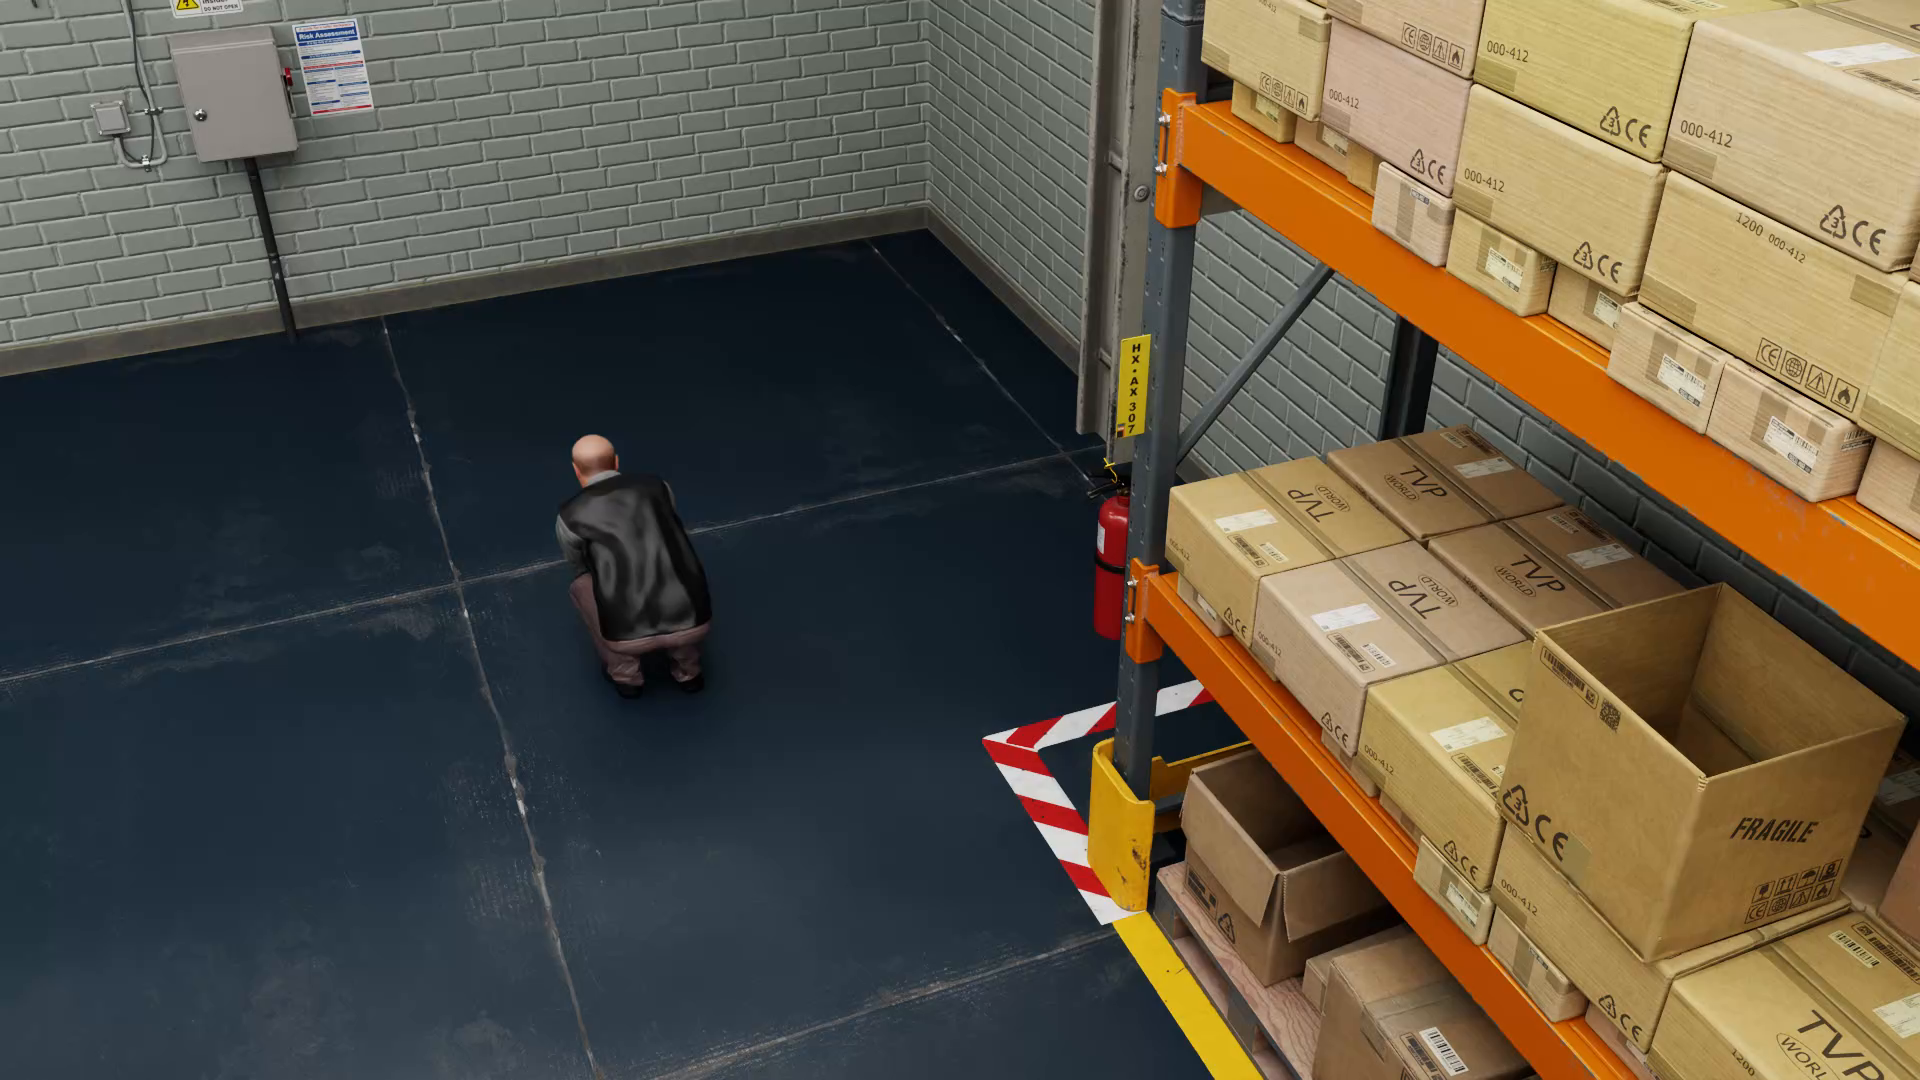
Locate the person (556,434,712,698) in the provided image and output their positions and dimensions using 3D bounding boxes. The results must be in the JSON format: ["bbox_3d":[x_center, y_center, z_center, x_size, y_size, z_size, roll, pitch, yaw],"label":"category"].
[{"bbox_3d":[-1.324,0.109,6.697,0.524,0.969,0.876,-13,36,-19],"label":"person"}]
